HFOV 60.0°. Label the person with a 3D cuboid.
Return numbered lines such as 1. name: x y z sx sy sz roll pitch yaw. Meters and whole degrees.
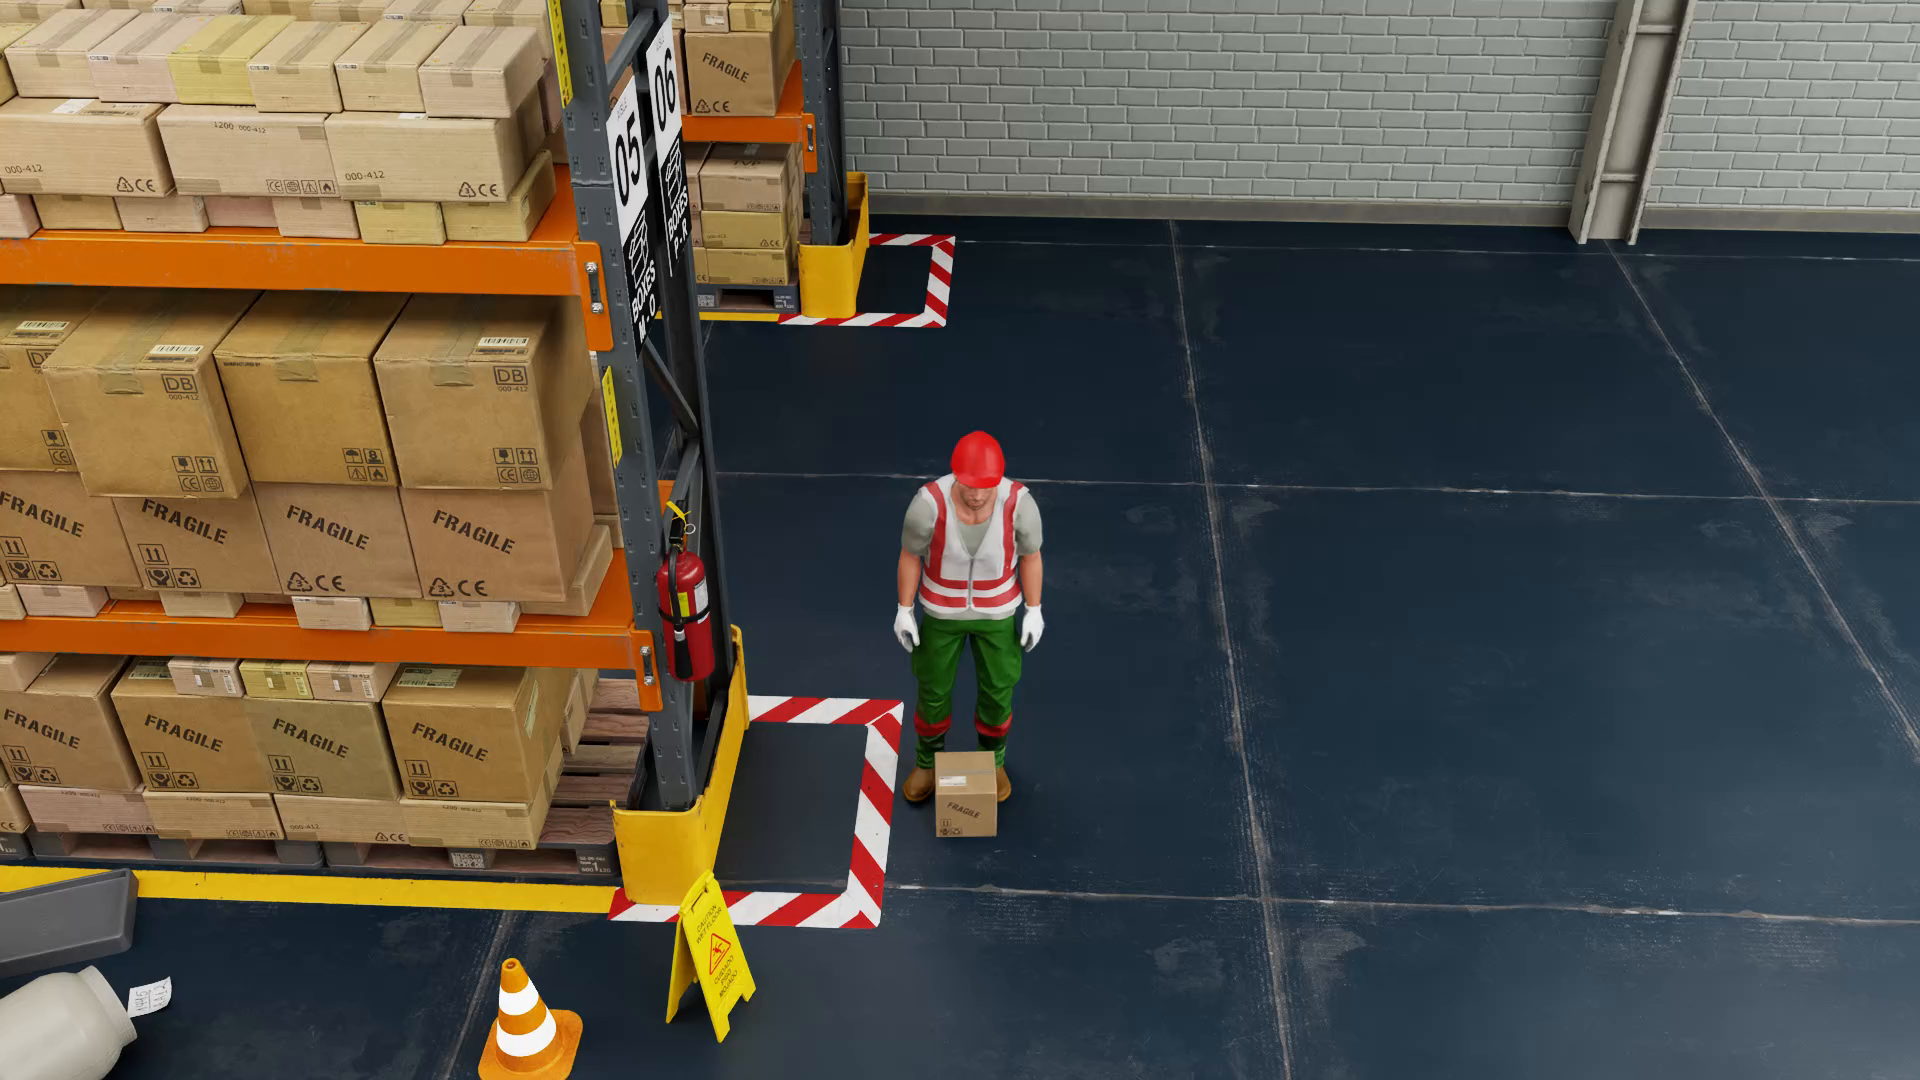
1. person: 0.038 0.307 6.675 0.609 1.777 0.453 0 35 0
